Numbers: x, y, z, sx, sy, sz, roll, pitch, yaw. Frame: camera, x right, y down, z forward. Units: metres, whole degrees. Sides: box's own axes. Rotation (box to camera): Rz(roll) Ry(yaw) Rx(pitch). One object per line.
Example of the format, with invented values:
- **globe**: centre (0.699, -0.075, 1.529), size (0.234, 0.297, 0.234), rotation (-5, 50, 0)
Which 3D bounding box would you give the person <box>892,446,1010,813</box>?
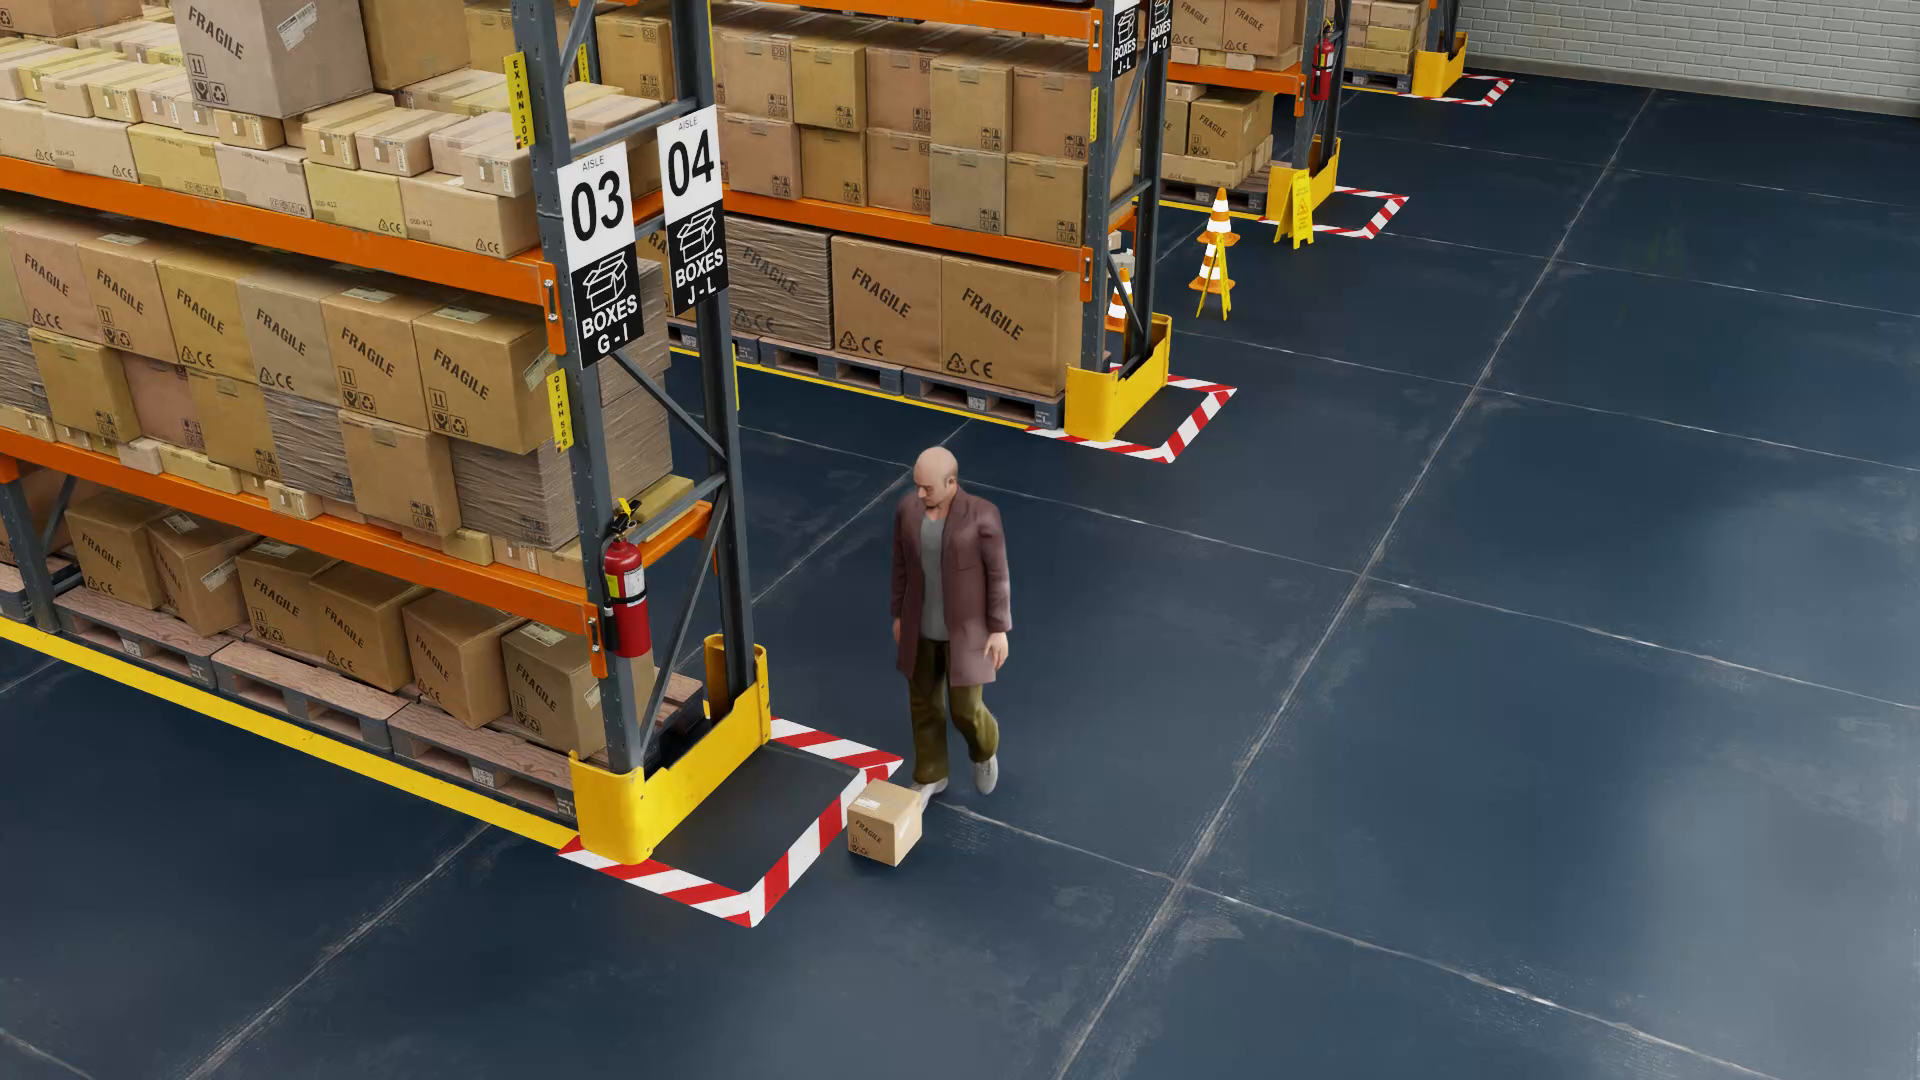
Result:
- **person**: centre (-0.111, 0.456, 7.548), size (0.612, 1.851, 0.511), rotation (18, 34, 29)
